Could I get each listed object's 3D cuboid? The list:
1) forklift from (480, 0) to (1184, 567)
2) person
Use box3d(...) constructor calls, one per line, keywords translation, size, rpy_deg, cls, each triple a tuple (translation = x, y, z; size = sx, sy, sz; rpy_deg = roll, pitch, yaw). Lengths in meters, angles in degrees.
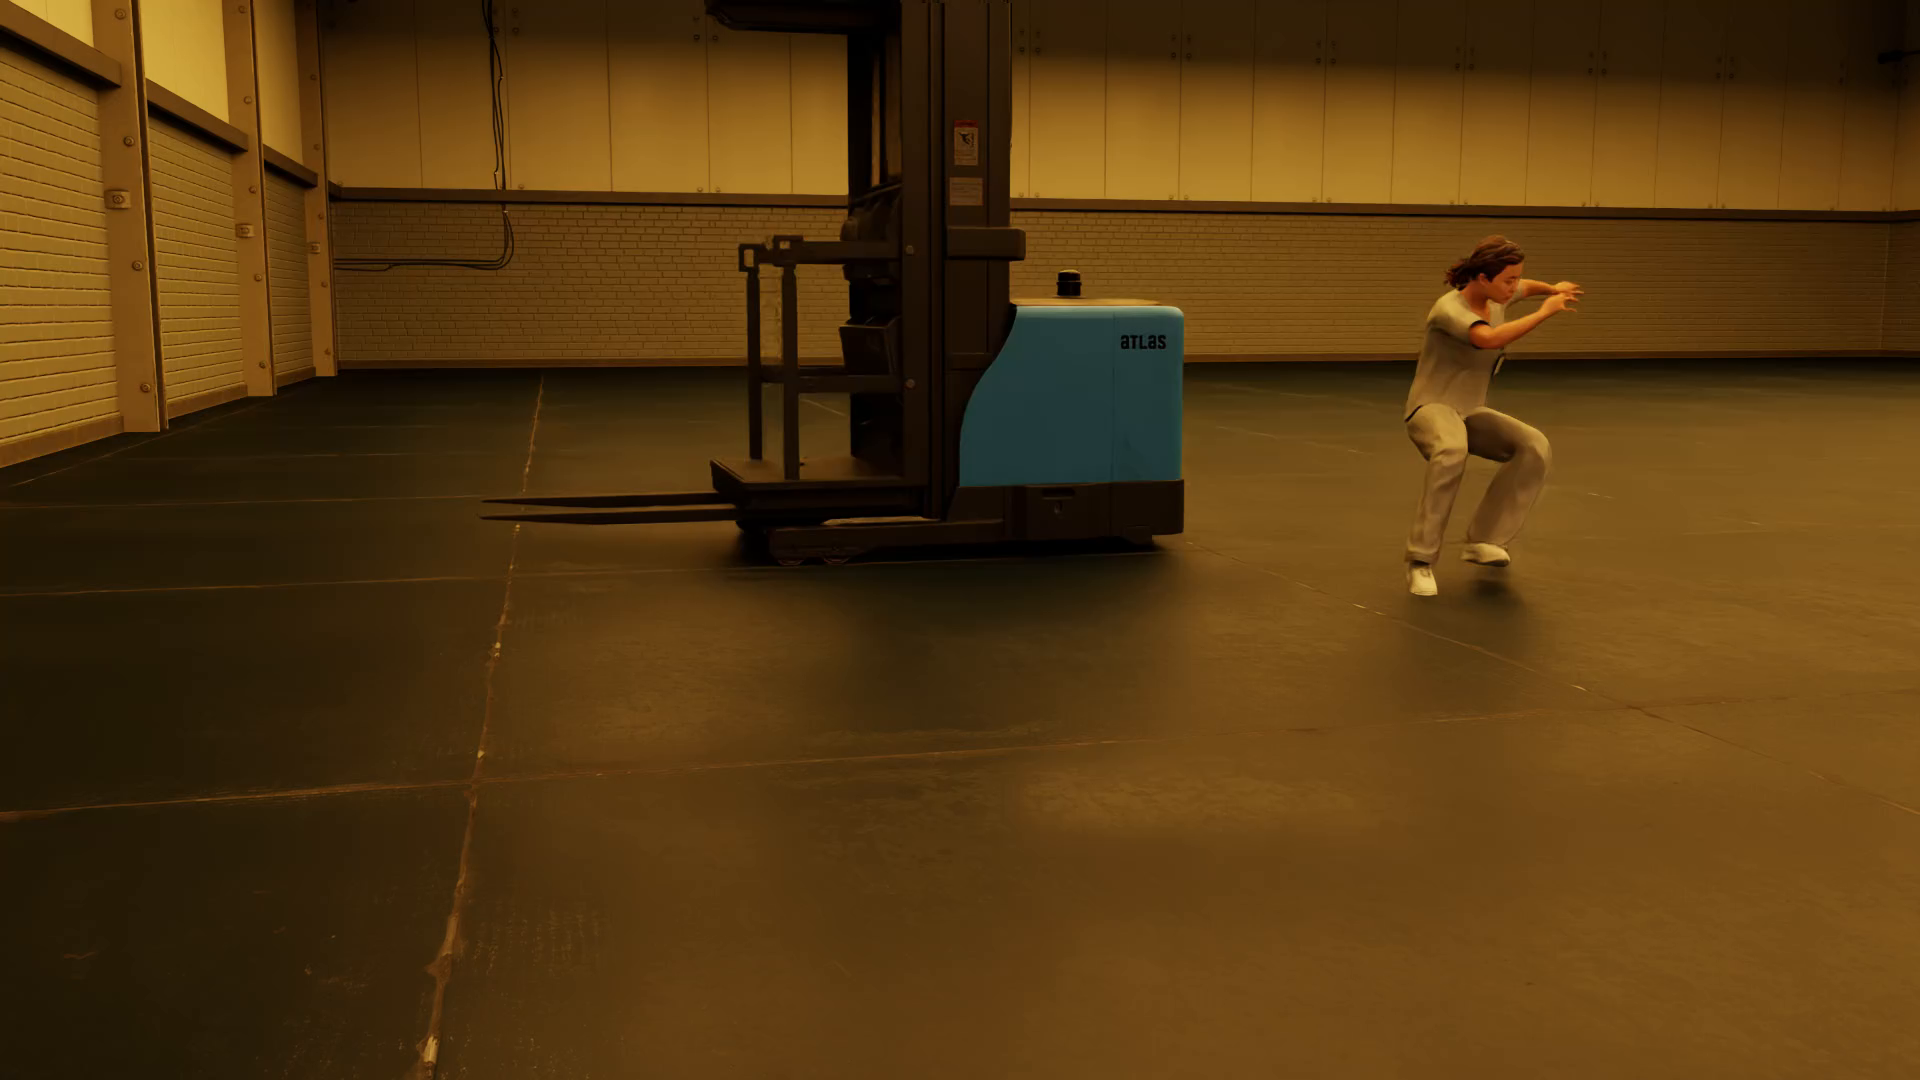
box3d(translation=(-0.576, -1.422, 7.294), size=(3.031, 2.935, 1.130), rpy_deg=(-2, 8, -15), cls="forklift")
box3d(translation=(2.179, -0.530, 6.697), size=(1.379, 1.367, 0.659), rpy_deg=(-5, 10, -34), cls="person")
